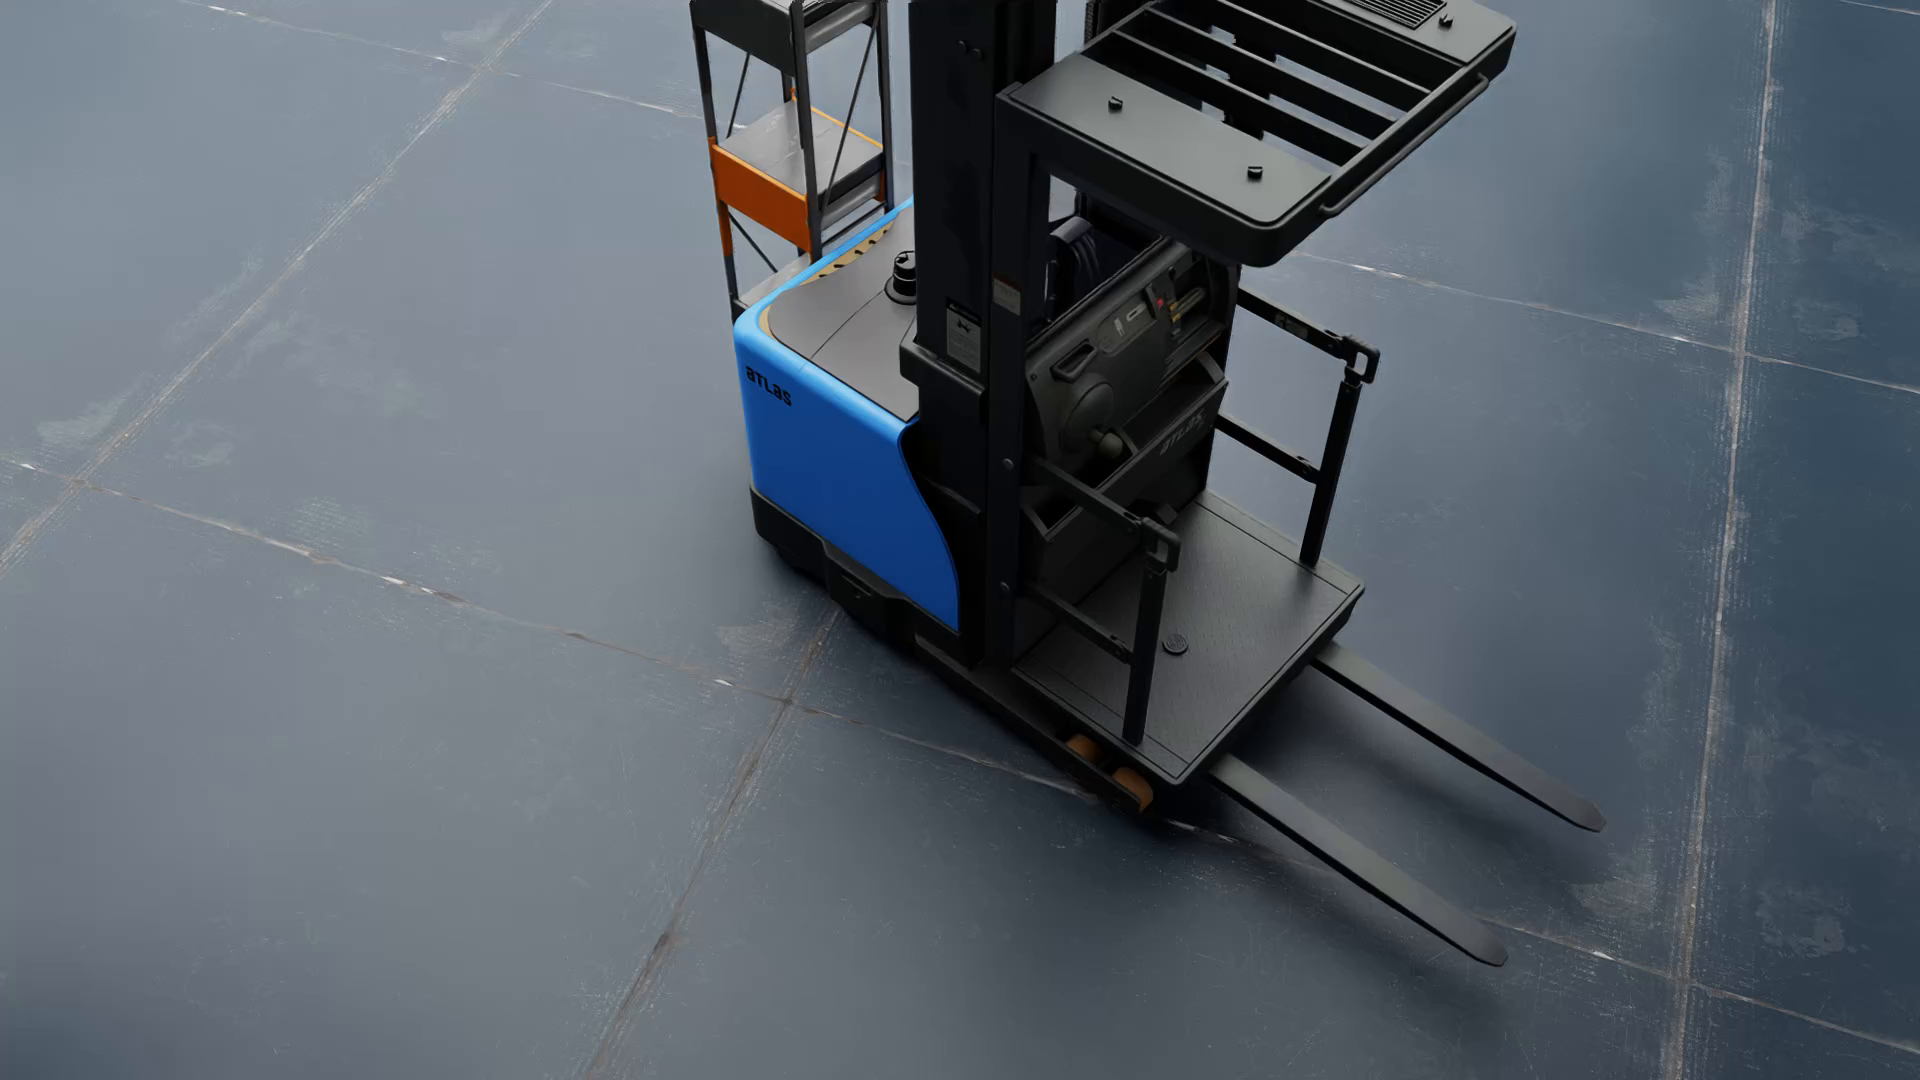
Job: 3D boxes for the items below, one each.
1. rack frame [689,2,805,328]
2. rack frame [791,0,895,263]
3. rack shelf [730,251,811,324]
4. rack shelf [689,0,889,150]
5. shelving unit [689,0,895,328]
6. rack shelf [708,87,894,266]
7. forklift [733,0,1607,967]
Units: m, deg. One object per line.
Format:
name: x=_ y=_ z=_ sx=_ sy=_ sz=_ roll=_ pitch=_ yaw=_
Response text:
rack frame: x=-0.736 y=-1.344 z=6.025 sx=0.015 sy=2.100 sz=0.400 roll=34 pitch=57 yaw=26
rack frame: x=-0.371 y=-1.099 z=5.813 sx=0.015 sy=2.100 sz=0.400 roll=34 pitch=57 yaw=26
rack shelf: x=-0.553 y=-0.754 z=6.459 sx=0.480 sy=0.518 sz=0.431 roll=34 pitch=57 yaw=26
rack shelf: x=-0.553 y=-1.671 z=5.401 sx=0.480 sy=0.518 sz=0.431 roll=34 pitch=57 yaw=26
shelving unit: x=-0.553 y=-1.222 z=5.919 sx=0.503 sy=2.100 sz=0.431 roll=34 pitch=57 yaw=26
rack shelf: x=-0.553 y=-1.213 z=5.930 sx=0.480 sy=0.518 sz=0.431 roll=34 pitch=57 yaw=26
forklift: x=0.671 y=-0.510 z=4.752 sx=3.031 sy=2.935 sz=1.130 roll=34 pitch=57 yaw=26
